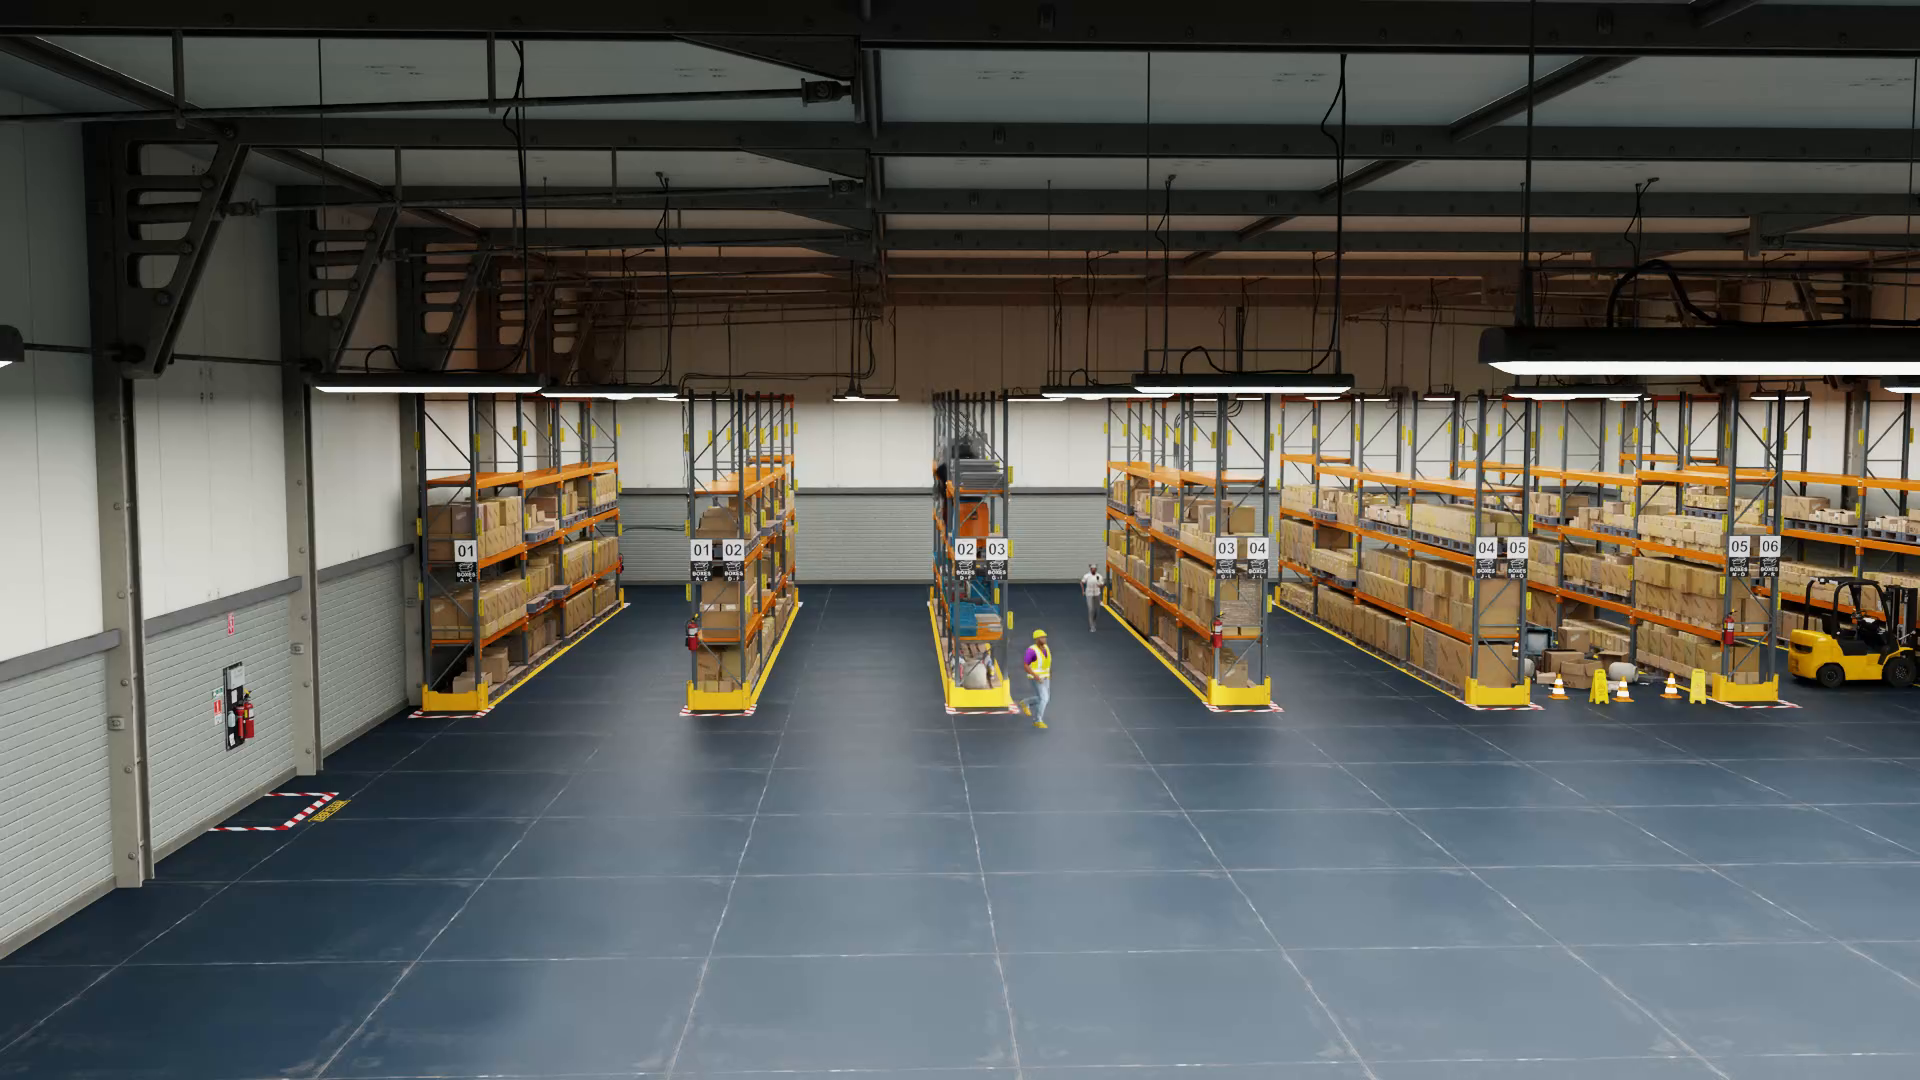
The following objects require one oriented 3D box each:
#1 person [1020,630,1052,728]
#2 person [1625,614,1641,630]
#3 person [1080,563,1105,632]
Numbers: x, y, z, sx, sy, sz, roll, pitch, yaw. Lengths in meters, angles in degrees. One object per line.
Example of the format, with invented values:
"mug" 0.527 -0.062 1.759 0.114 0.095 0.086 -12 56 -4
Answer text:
"person" 1.332 2.450 29.622 0.649 1.746 0.704 4 6 38
"person" 16.599 1.529 40.770 0.704 1.735 0.724 0 5 -3
"person" 3.373 1.420 42.142 0.569 1.699 0.926 -1 5 -8
